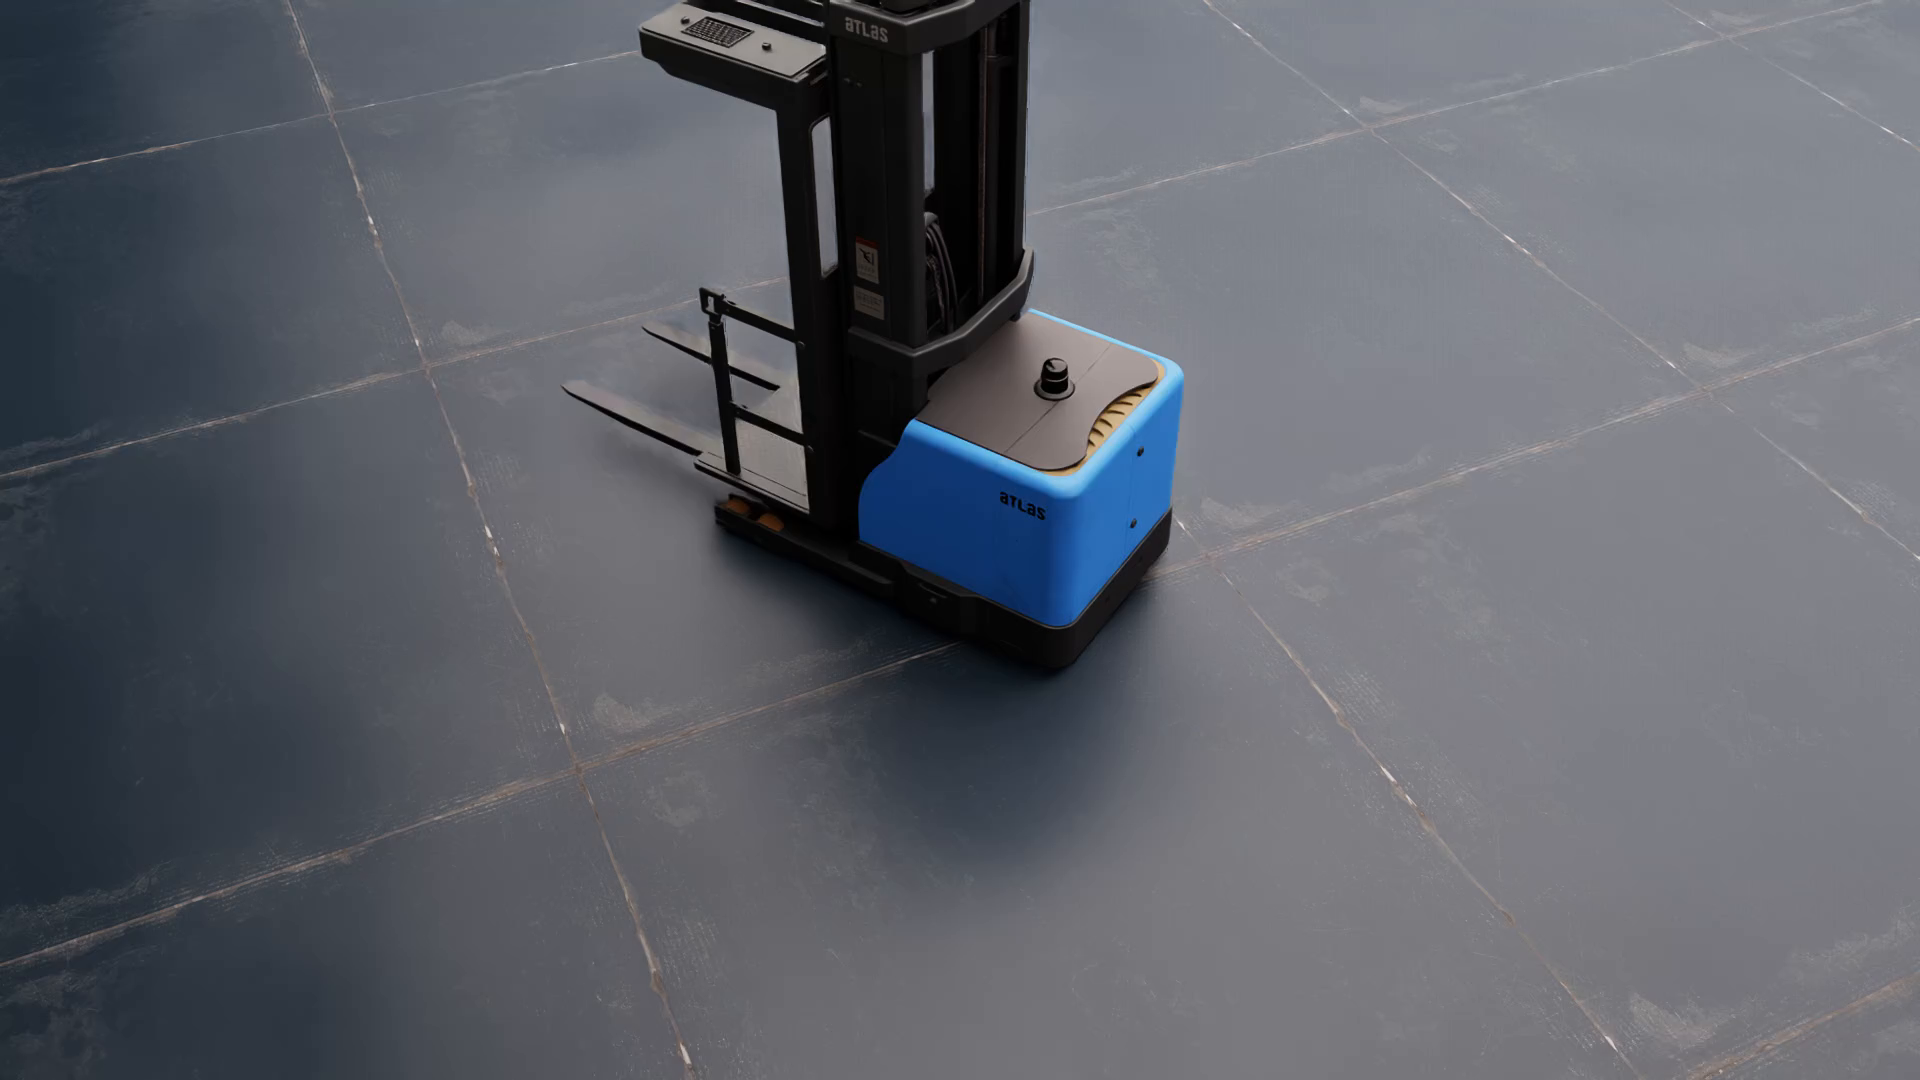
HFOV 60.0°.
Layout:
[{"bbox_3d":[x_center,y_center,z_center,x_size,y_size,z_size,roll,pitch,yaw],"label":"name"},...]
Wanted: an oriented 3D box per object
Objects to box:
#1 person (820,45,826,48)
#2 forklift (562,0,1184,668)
[{"bbox_3d":[-0.570,-2.894,9.679,0.580,1.698,0.528,-22,47,-22],"label":"person"},{"bbox_3d":[-0.547,-1.306,7.079,3.031,2.935,1.130,24,48,23],"label":"forklift"}]
